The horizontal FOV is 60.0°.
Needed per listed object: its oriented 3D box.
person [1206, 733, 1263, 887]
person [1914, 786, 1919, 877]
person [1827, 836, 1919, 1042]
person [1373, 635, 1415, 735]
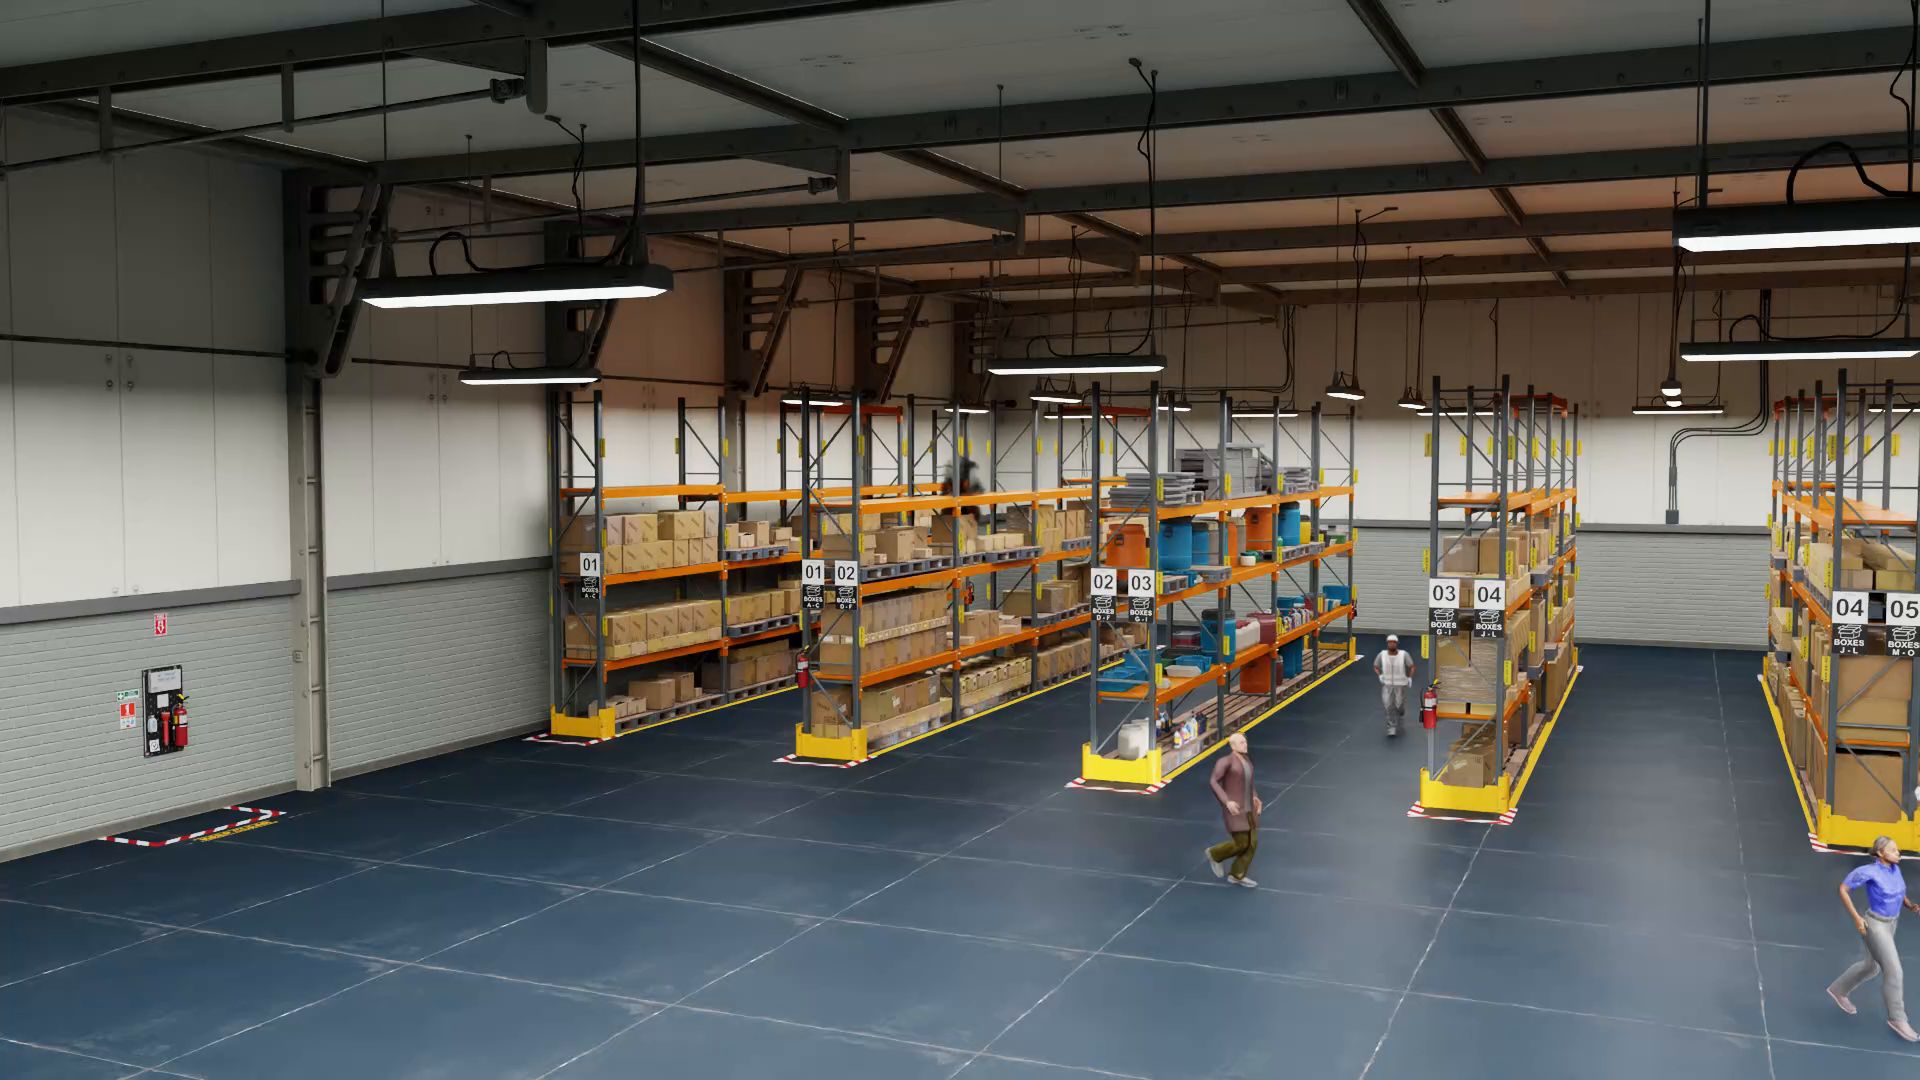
[{"bbox_3d":[3.138,3.081,19.086,0.703,1.743,0.630,-3,4,-42],"label":"person"},{"bbox_3d":[11.095,3.177,18.662,0.534,1.583,0.645,-2,4,-26],"label":"person"},{"bbox_3d":[7.931,3.387,14.368,0.574,1.672,0.833,-2,4,-36],"label":"person"},{"bbox_3d":[7.575,2.523,29.088,0.710,1.736,0.634,1,3,21],"label":"person"}]
